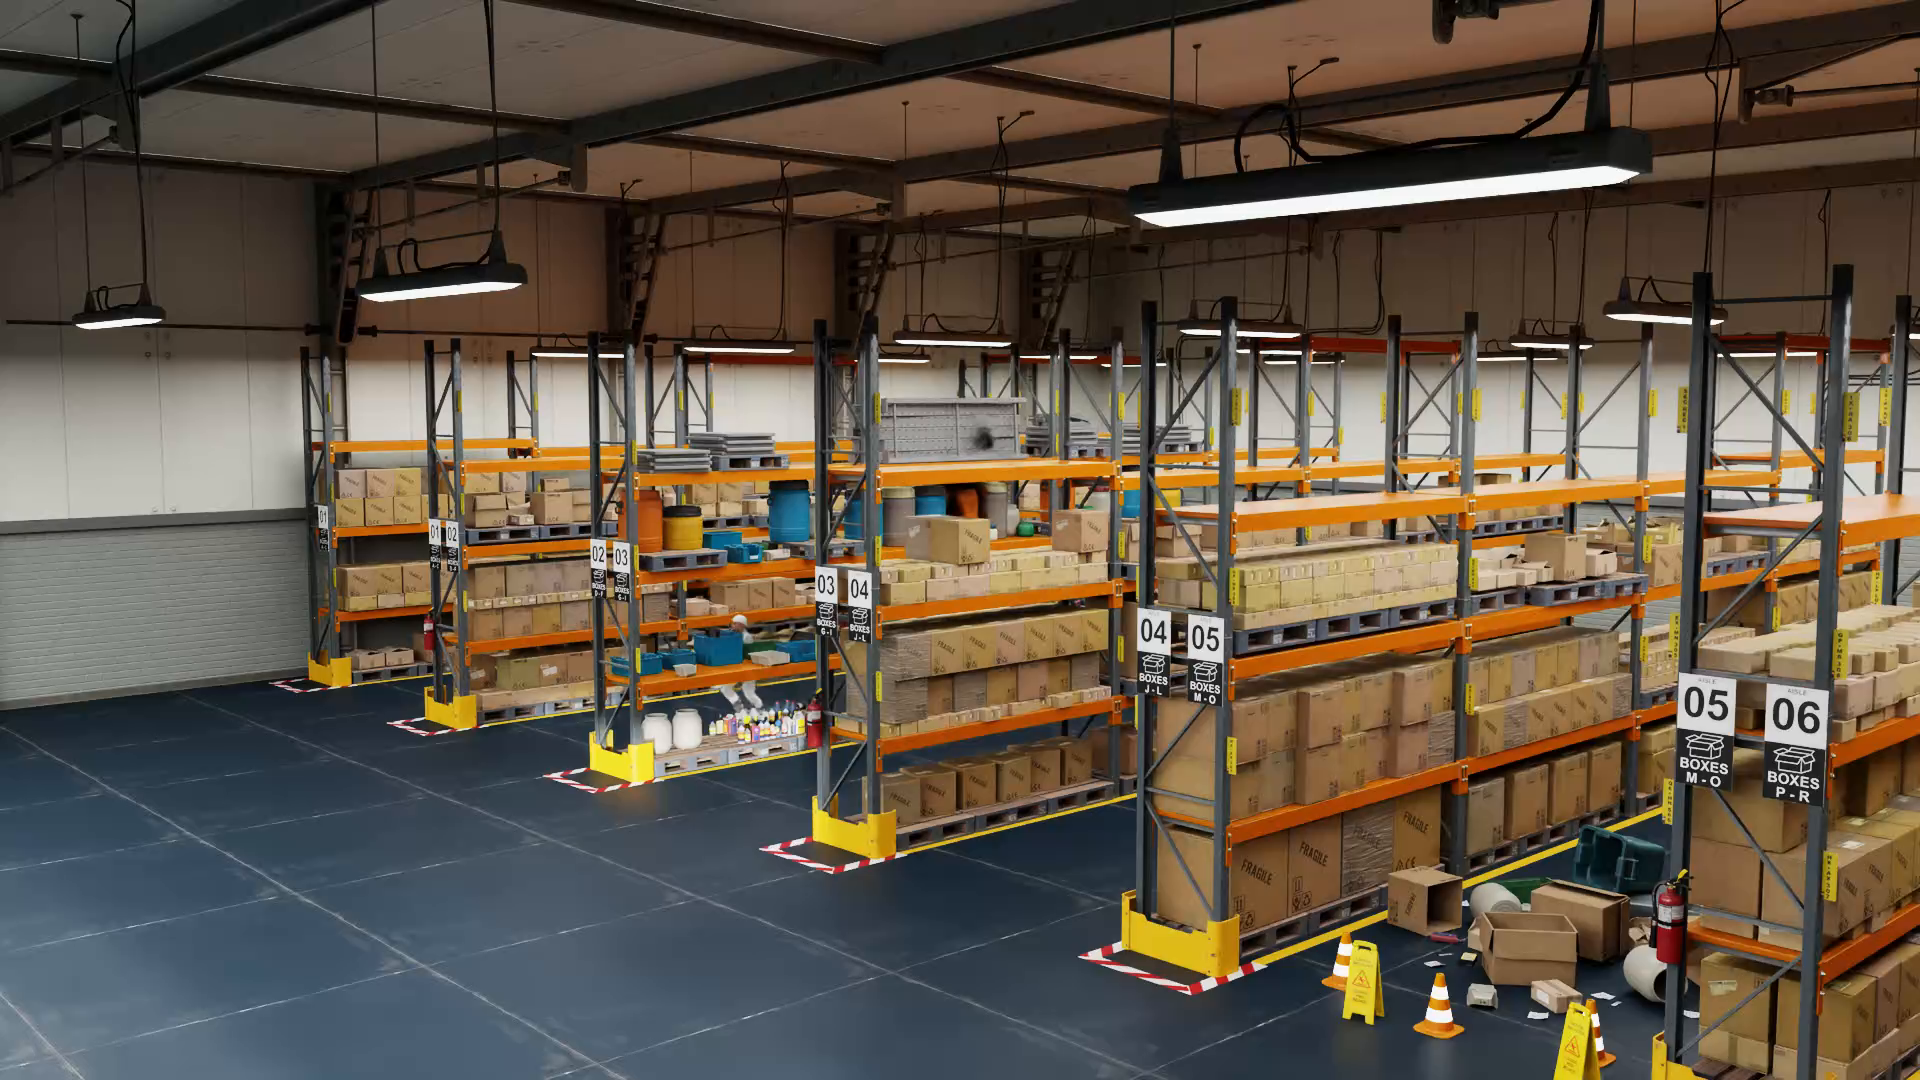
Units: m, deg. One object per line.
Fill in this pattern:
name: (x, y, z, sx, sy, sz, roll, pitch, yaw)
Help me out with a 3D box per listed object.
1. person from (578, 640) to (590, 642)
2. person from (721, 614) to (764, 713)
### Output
person: (-6.724, 1.770, 29.923, 0.541, 1.570, 0.729, 3, 6, 34)
person: (-3.362, 2.008, 25.710, 0.811, 1.746, 0.697, -4, 6, -35)
